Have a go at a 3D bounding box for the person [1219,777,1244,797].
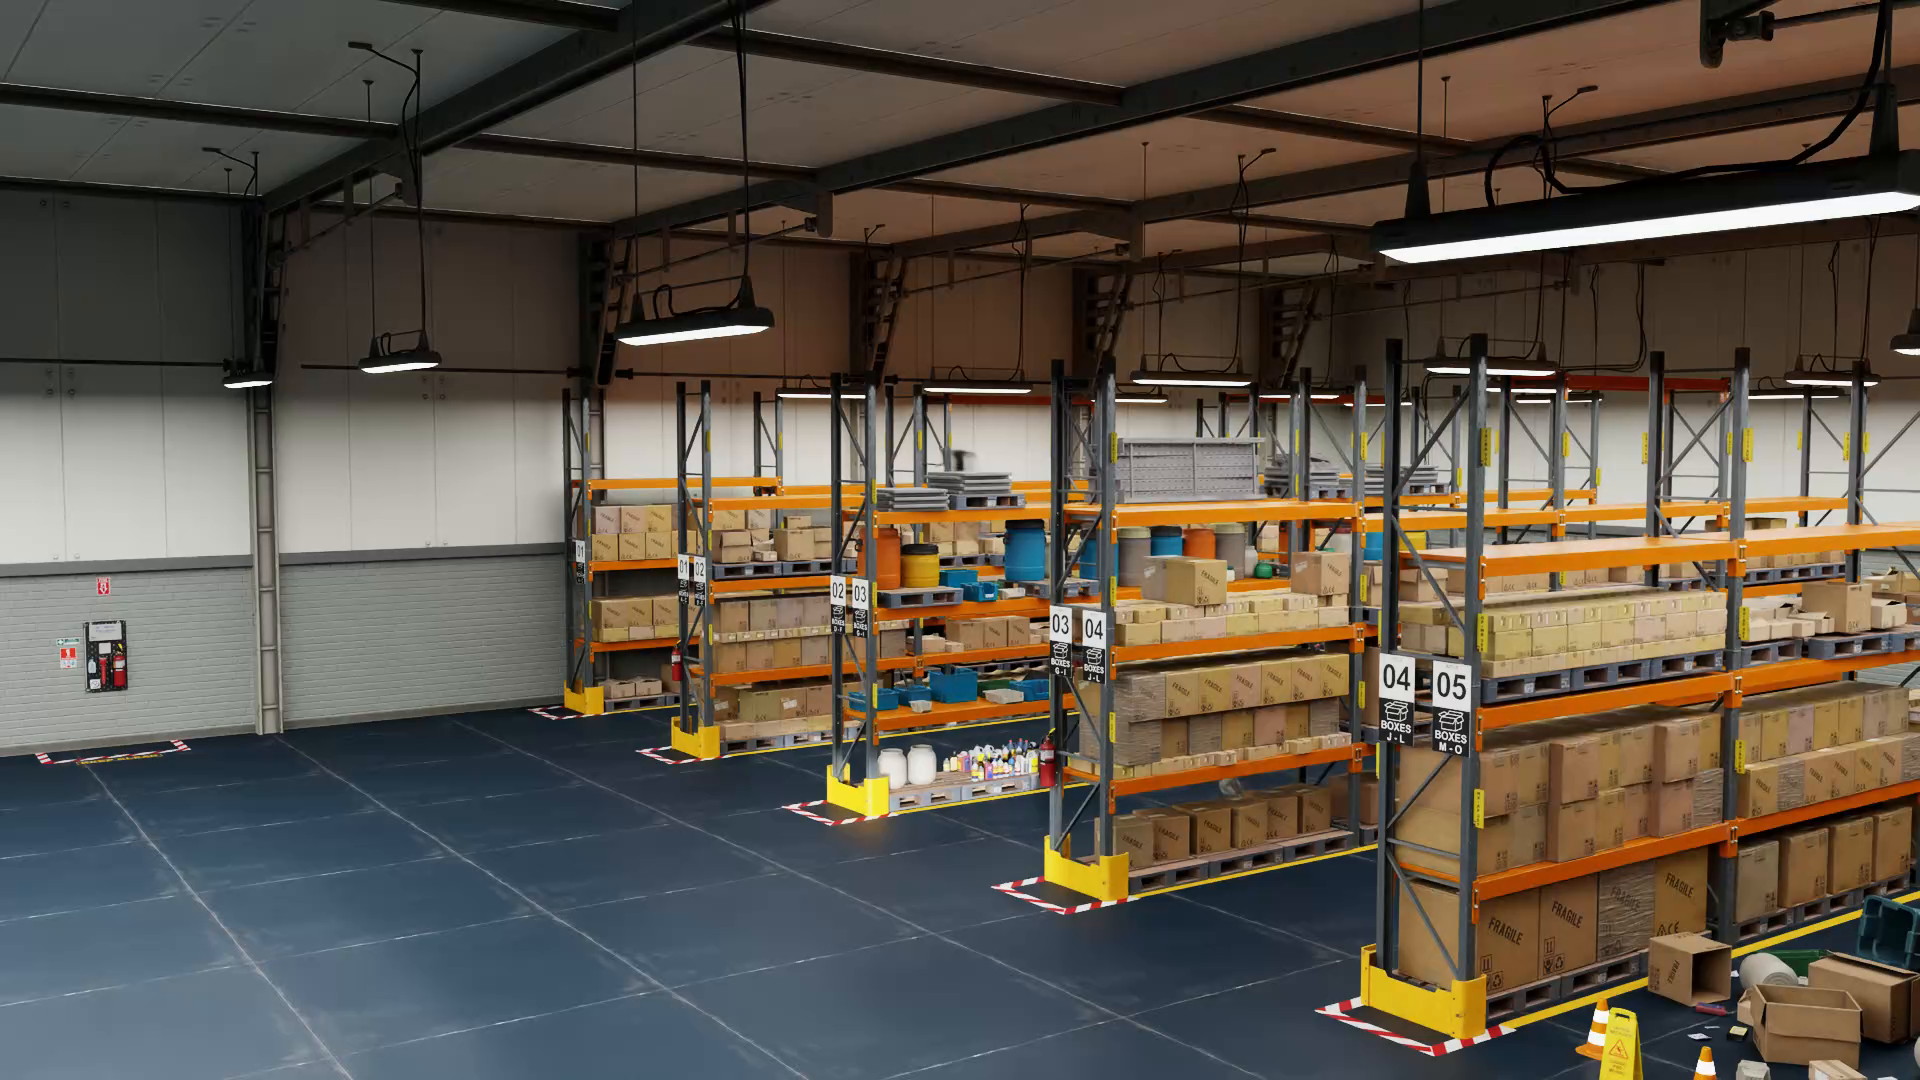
[{"bbox_3d":[3.703,2.938,22.493,0.446,1.618,0.894,0,4,4],"label":"person"}]
